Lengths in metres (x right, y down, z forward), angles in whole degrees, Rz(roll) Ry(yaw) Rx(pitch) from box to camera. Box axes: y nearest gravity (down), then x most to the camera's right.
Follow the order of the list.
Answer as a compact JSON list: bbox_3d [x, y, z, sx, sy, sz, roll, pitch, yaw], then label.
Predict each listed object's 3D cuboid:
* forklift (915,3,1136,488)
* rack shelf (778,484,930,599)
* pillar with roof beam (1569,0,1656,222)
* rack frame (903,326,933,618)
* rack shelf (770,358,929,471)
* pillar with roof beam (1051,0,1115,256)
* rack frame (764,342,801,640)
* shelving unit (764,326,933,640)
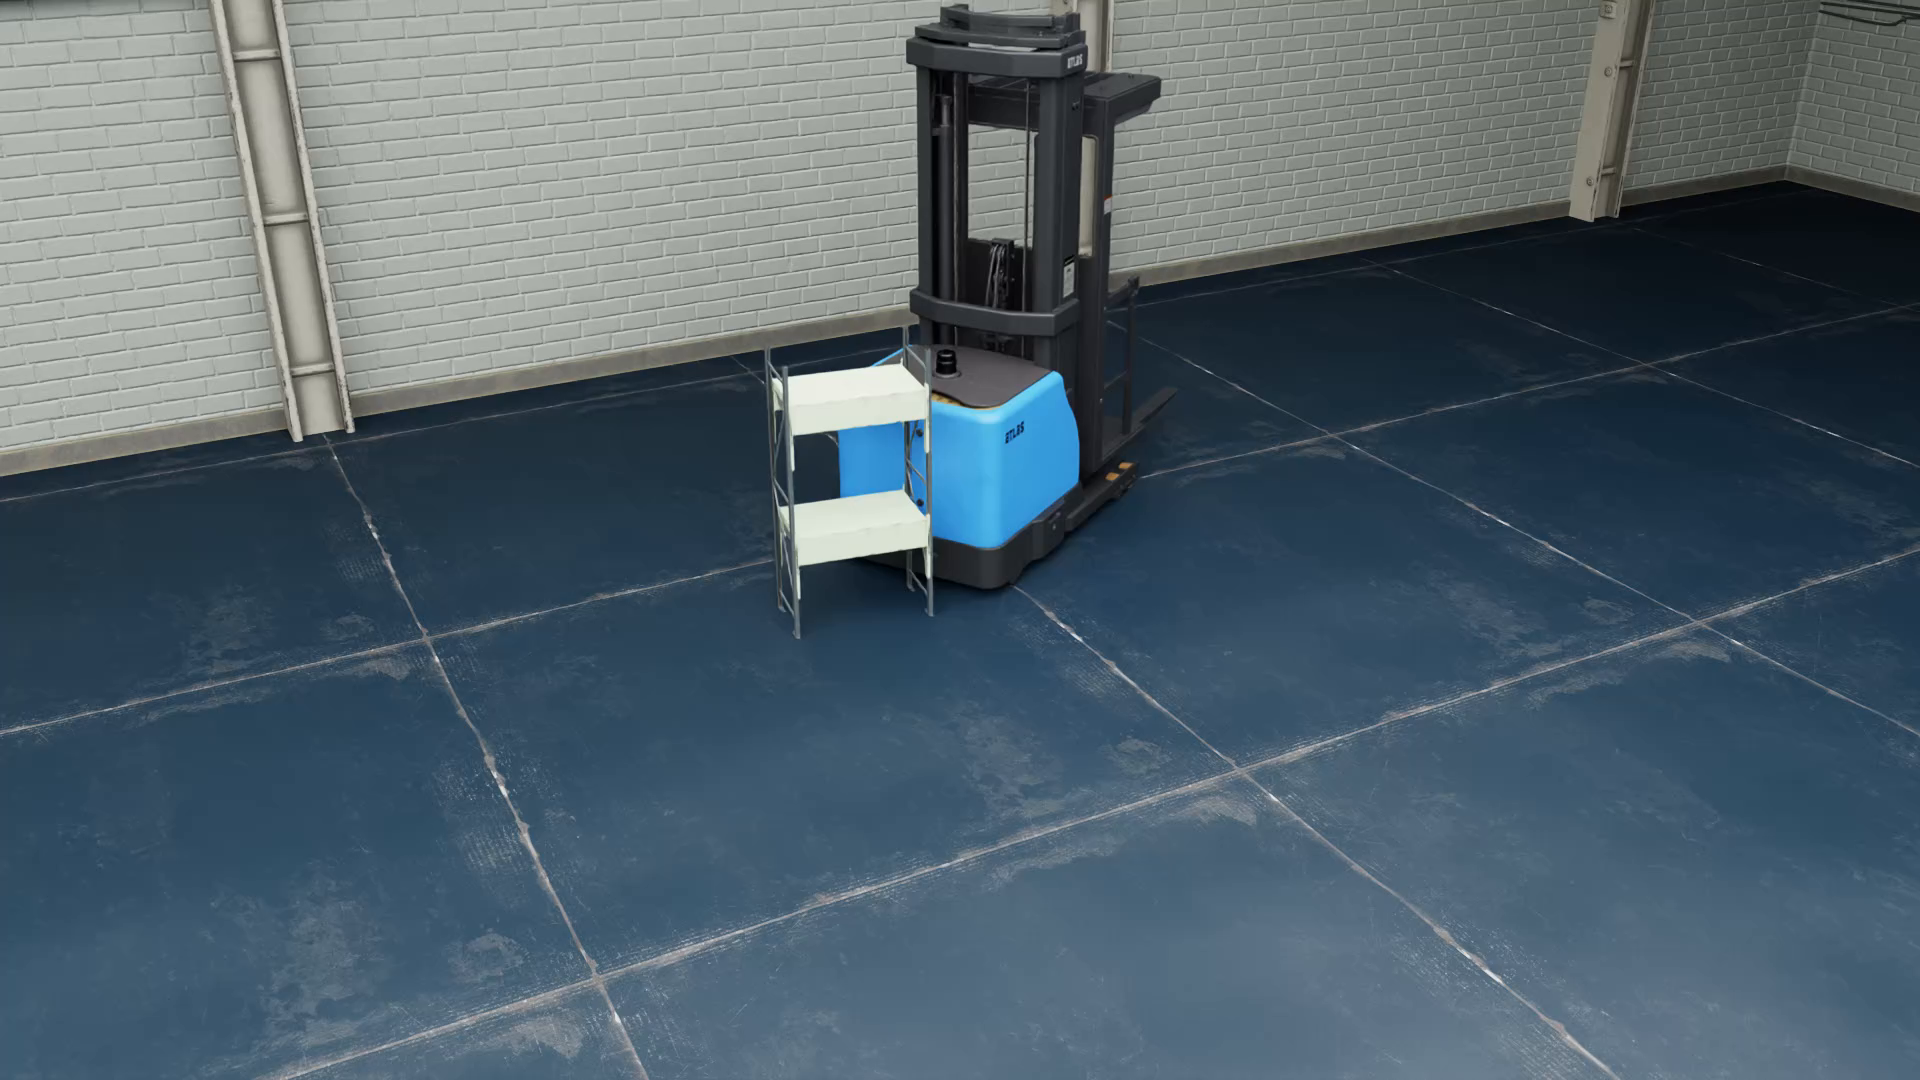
[{"bbox_3d":[0.472,-1.656,9.813,1.121,2.935,3.031,14,29,26],"label":"forklift"},{"bbox_3d":[-0.564,0.002,8.766,0.720,0.370,0.431,-9,27,-18],"label":"rack shelf"},{"bbox_3d":[8.267,-5.610,11.038,0.400,9.000,9.100,-13,29,-25],"label":"pillar with roof beam"},{"bbox_3d":[-0.220,-0.345,8.735,0.023,1.500,0.400,-9,27,-18],"label":"rack frame"},{"bbox_3d":[-0.564,-0.643,8.456,0.720,0.370,0.431,-9,27,-18],"label":"rack shelf"},{"bbox_3d":[2.973,-4.388,8.493,0.400,9.000,9.100,-13,29,-25],"label":"pillar with roof beam"},{"bbox_3d":[-0.909,-0.238,8.514,0.023,1.500,0.400,-9,27,-18],"label":"rack frame"},{"bbox_3d":[-0.564,-0.292,8.625,0.755,1.500,0.431,-9,27,-18],"label":"shelving unit"}]
